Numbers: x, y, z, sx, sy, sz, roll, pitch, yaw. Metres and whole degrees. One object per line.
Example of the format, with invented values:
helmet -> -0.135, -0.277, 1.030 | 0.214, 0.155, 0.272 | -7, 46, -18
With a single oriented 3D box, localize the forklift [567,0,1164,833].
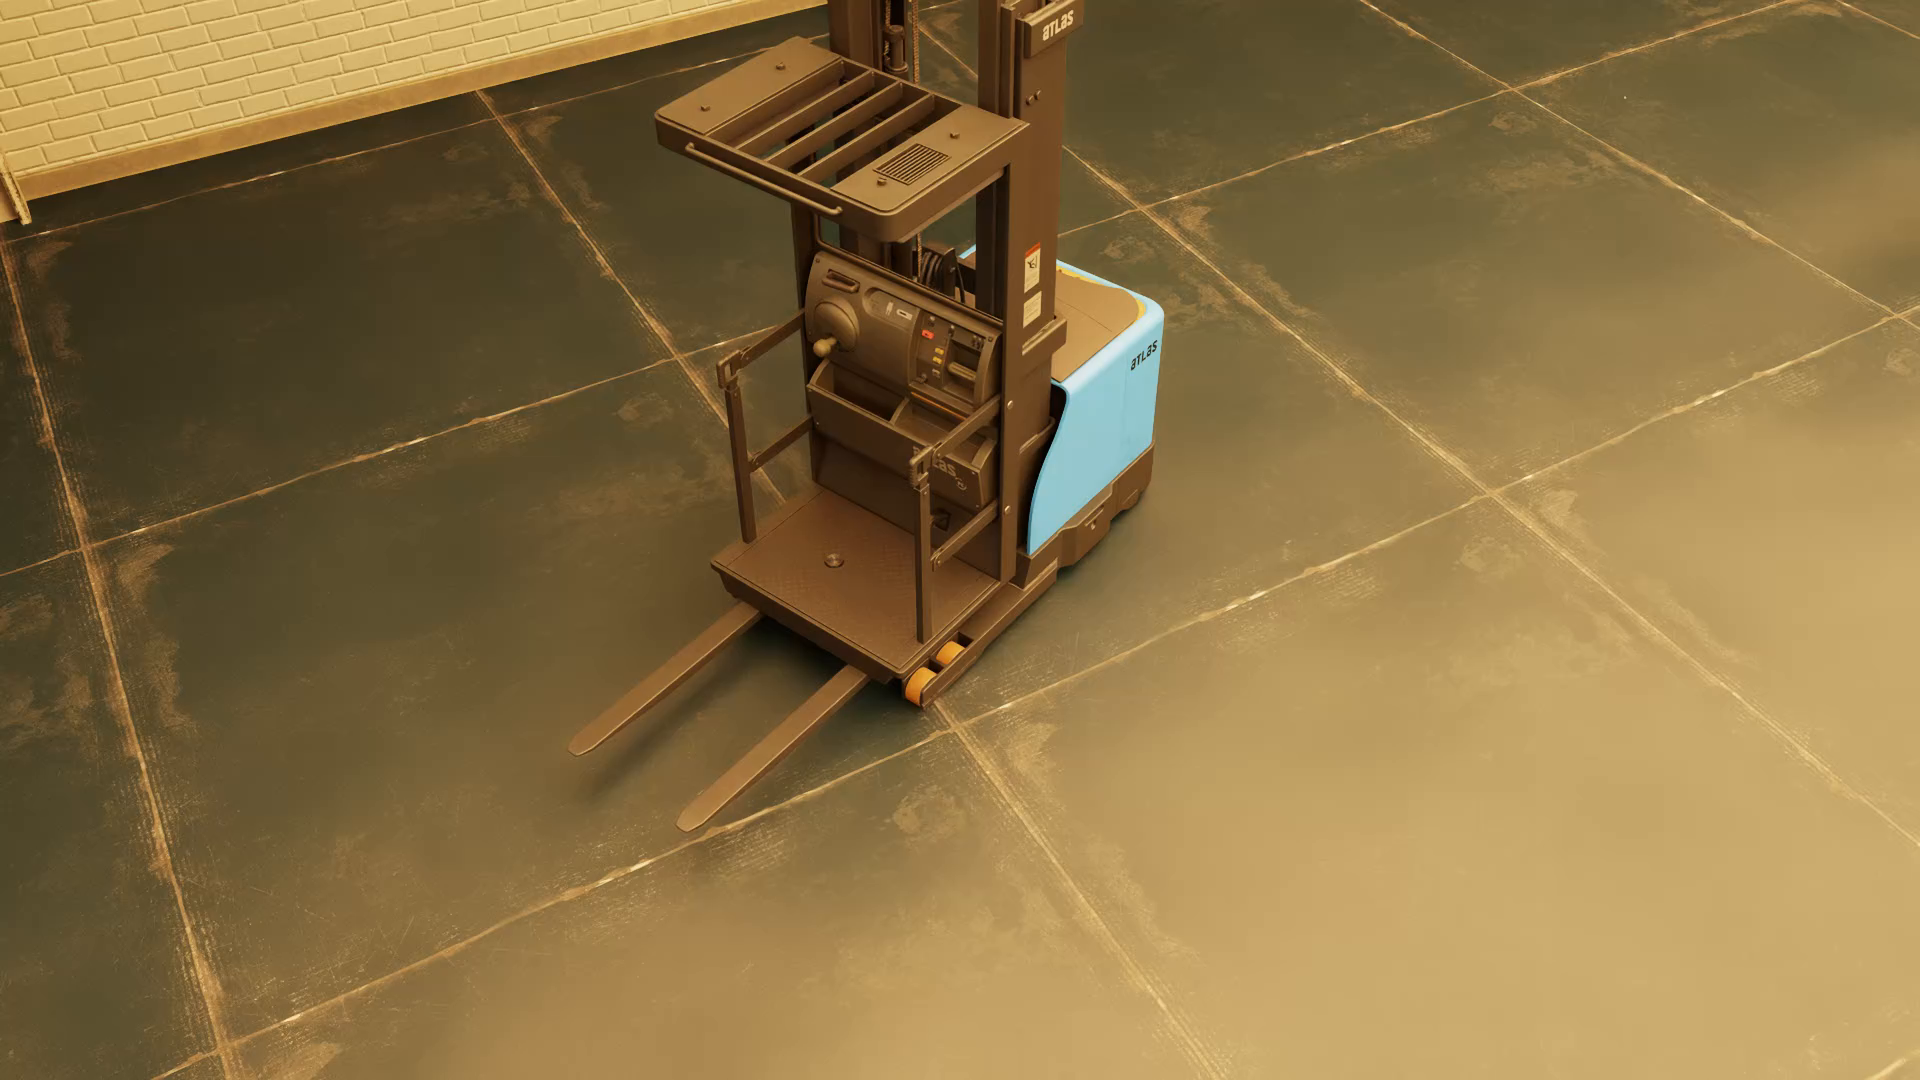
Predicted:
forklift -> -0.375, -0.749, 6.505 | 1.130, 2.935, 3.031 | 28, 50, 27
